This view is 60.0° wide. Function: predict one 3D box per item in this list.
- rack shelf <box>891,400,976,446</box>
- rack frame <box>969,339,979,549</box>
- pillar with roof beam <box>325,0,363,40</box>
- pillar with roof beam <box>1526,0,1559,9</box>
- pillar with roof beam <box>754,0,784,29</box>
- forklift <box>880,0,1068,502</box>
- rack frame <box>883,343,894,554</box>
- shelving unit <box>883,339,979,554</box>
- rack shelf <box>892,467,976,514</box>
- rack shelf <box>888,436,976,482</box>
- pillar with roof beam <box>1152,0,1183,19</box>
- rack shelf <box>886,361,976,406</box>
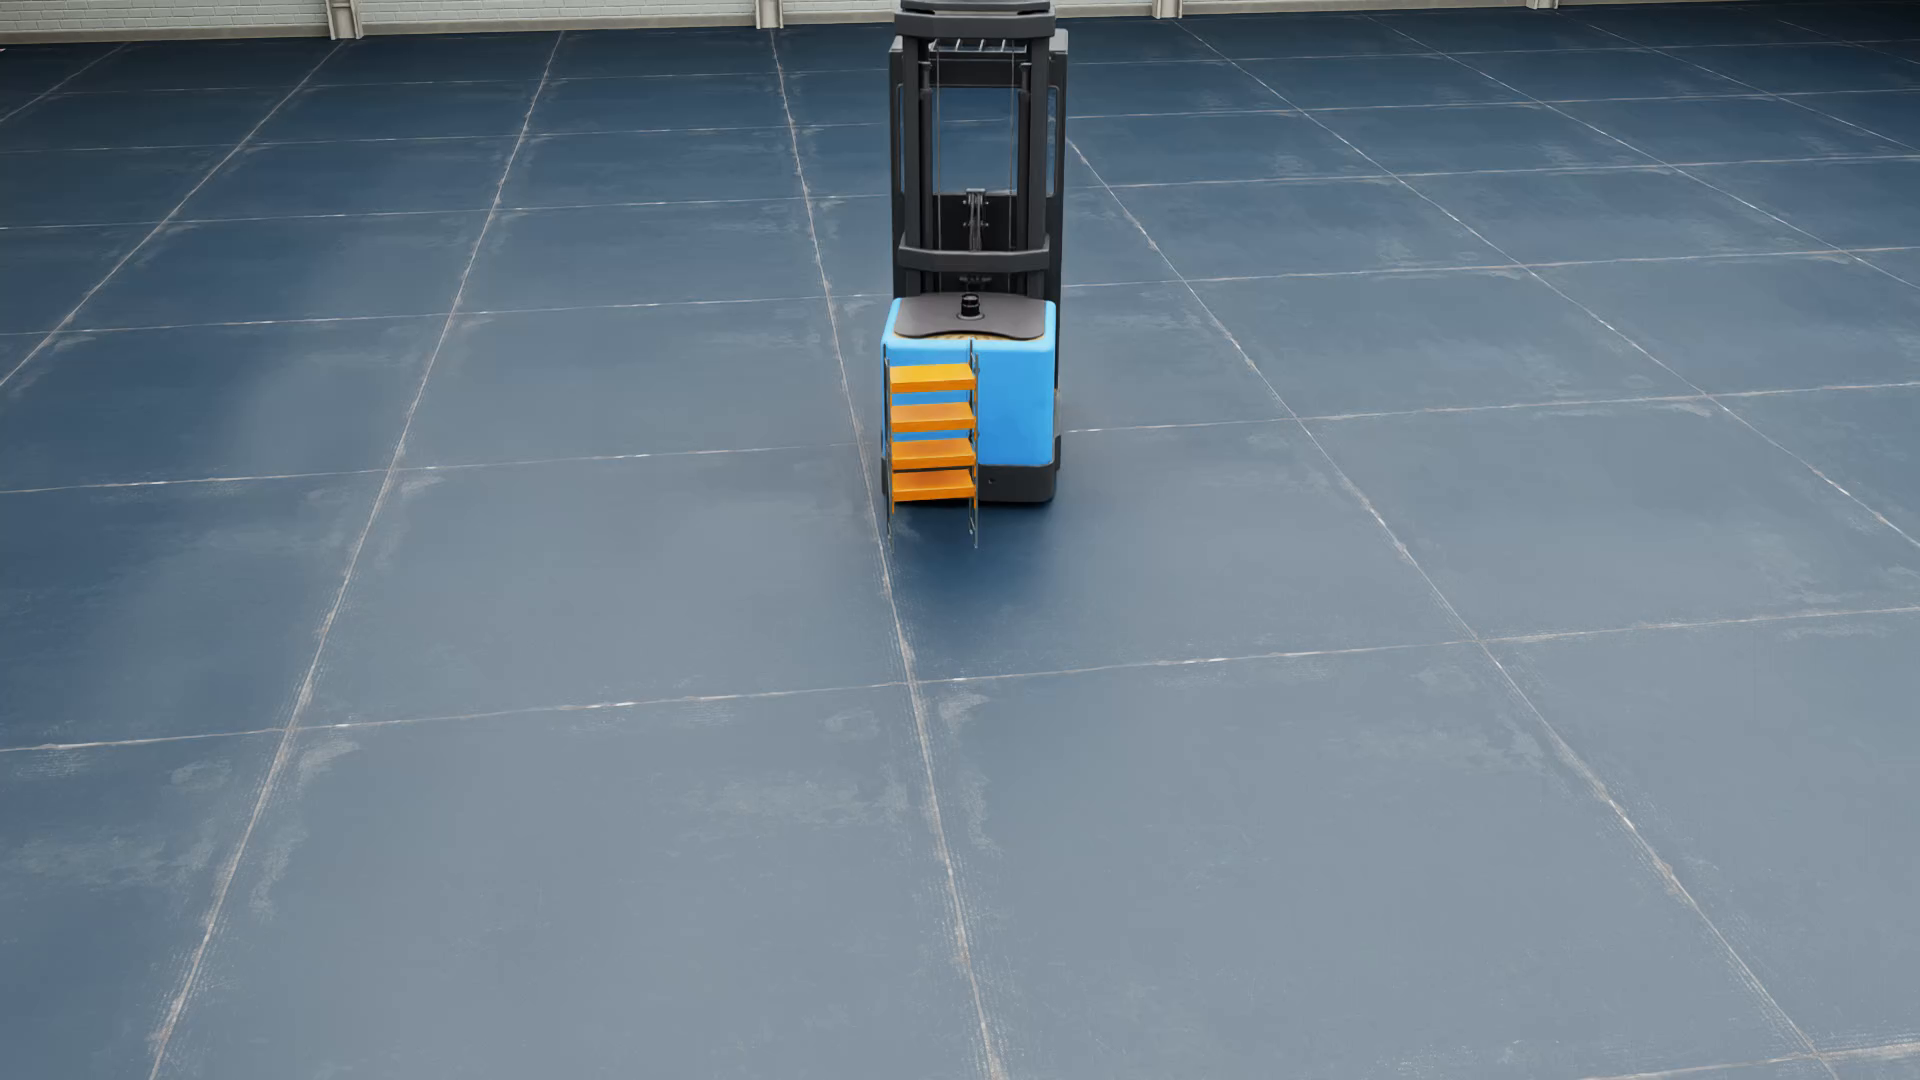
[{"bbox_3d":[-0.164,-0.662,9.384,0.480,0.148,0.258,-4,27,-7],"label":"rack shelf"},{"bbox_3d":[0.078,-0.539,9.486,0.015,1.200,0.240,-4,27,-7],"label":"rack frame"},{"bbox_3d":[-8.145,-9.238,17.896,0.400,9.000,9.100,-4,27,-7],"label":"pillar with roof beam"},{"bbox_3d":[9.679,-10.383,20.128,0.400,9.000,9.100,-4,27,-7],"label":"pillar with roof beam"},{"bbox_3d":[-2.204,-9.619,18.640,0.400,9.000,9.100,-4,27,-7],"label":"pillar with roof beam"},{"bbox_3d":[0.125,-2.168,10.765,1.130,2.935,3.031,1,27,3],"label":"forklift"},{"bbox_3d":[-0.406,-0.508,9.425,0.015,1.200,0.240,-4,27,-7],"label":"rack frame"},{"bbox_3d":[-0.164,-0.523,9.456,0.503,1.200,0.258,-4,27,-7],"label":"shelving unit"},{"bbox_3d":[-0.164,-0.287,9.577,0.480,0.148,0.258,-4,27,-7],"label":"rack shelf"},{"bbox_3d":[-0.164,-0.463,9.486,0.480,0.148,0.258,-4,27,-7],"label":"rack shelf"},{"bbox_3d":[3.738,-10.001,19.384,0.400,9.000,9.100,-4,27,-7],"label":"pillar with roof beam"},{"bbox_3d":[-0.164,-0.873,9.276,0.480,0.148,0.258,-4,27,-7],"label":"rack shelf"}]
